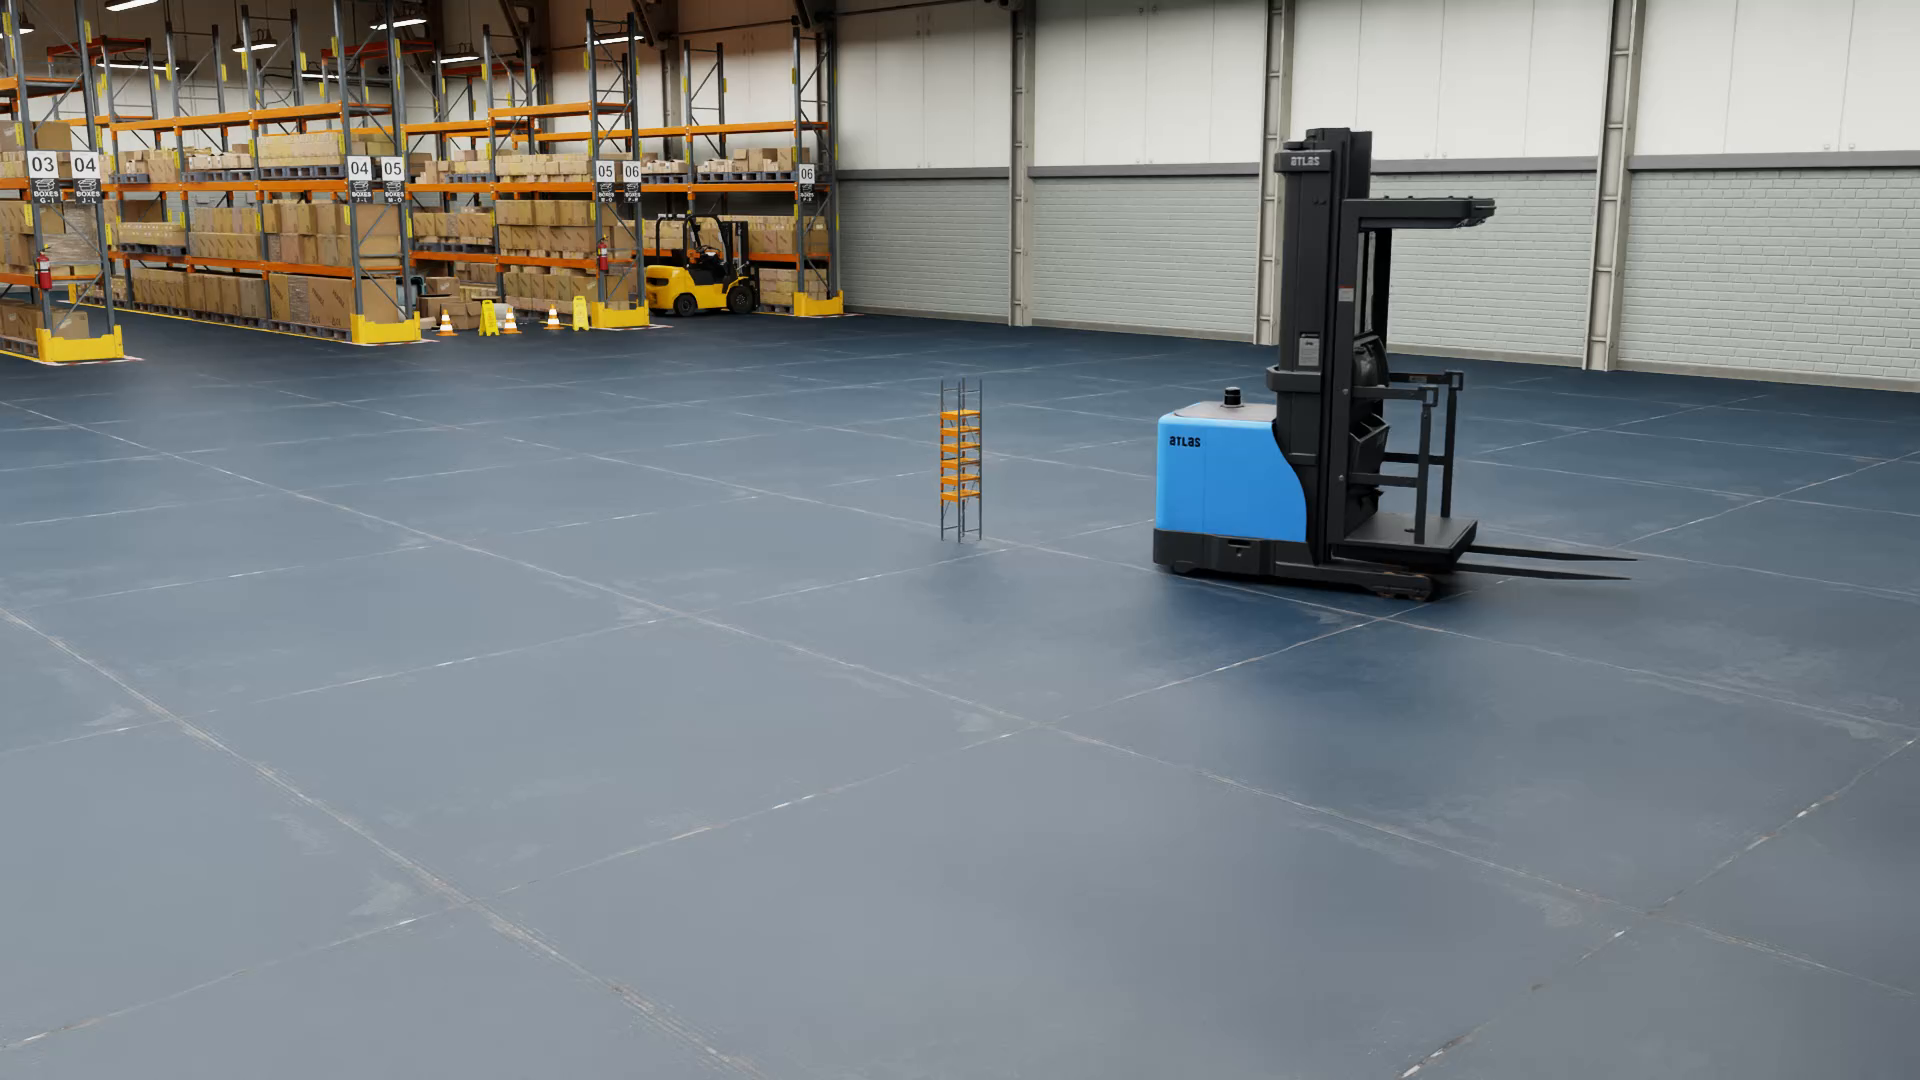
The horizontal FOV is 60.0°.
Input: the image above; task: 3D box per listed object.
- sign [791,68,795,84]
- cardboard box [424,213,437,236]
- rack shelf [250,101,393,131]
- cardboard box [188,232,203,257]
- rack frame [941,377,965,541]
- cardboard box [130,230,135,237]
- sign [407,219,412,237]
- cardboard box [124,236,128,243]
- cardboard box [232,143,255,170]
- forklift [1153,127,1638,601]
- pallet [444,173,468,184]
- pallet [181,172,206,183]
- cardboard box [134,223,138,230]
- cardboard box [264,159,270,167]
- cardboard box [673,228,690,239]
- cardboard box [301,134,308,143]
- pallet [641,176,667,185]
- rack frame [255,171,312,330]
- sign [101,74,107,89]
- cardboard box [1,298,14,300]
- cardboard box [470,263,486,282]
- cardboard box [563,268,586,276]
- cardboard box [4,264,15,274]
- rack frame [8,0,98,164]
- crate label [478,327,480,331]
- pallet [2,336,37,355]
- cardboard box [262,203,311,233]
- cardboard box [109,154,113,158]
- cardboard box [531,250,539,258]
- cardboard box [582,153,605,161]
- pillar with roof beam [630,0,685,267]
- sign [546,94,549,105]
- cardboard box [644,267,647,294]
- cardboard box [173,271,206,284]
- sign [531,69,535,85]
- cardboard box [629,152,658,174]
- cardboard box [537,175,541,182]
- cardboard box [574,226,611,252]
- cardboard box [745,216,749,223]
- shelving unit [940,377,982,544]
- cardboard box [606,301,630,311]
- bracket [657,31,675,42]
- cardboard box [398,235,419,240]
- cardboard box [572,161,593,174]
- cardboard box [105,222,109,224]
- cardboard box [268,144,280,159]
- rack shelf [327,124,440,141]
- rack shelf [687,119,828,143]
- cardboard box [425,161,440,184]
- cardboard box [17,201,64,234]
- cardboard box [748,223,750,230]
[{"bbox_3d":[-3.504,-9.763,34.987,0.100,0.325,0.005,-11,16,-43],"label":"sign"},{"bbox_3d":[-11.705,-7.105,37.437,0.500,0.500,0.500,-10,15,-40],"label":"cardboard box"},{"bbox_3d":[-11.580,-7.687,30.196,1.077,0.370,4.000,-11,16,-43],"label":"rack shelf"},{"bbox_3d":[-15.609,-6.119,34.428,0.500,0.500,0.500,-11,16,-42],"label":"cardboard box"},{"bbox_3d":[-0.053,-0.599,12.345,0.240,1.200,0.006,-11,16,-43],"label":"rack frame"},{"bbox_3d":[-18.008,-6.750,36.587,0.250,0.149,0.380,11,16,43],"label":"cardboard box"},{"bbox_3d":[-9.794,-5.544,29.548,0.100,0.325,0.005,-11,16,-43],"label":"sign"},{"bbox_3d":[-18.351,-6.678,36.973,0.380,0.149,0.250,-11,16,-42],"label":"cardboard box"},{"bbox_3d":[-14.321,-7.731,33.532,0.500,0.500,0.500,-11,16,-43],"label":"cardboard box"},{"bbox_3d":[2.872,-1.172,10.835,3.031,2.935,1.130,5,13,25],"label":"forklift"},{"bbox_3d":[-10.519,-7.927,36.484,1.213,0.211,1.003,-11,16,-43],"label":"pallet"},{"bbox_3d":[-15.241,-7.463,34.235,1.213,0.211,1.003,-10,15,-40],"label":"pallet"},{"bbox_3d":[-17.827,-6.857,36.369,0.380,0.149,0.250,-11,16,-43],"label":"cardboard box"},{"bbox_3d":[-12.776,-7.052,31.106,0.380,0.149,0.250,-11,16,-42],"label":"cardboard box"},{"bbox_3d":[-6.388,-7.193,39.025,0.500,0.250,0.500,-11,16,-44],"label":"cardboard box"},{"bbox_3d":[-11.555,-7.184,29.772,0.380,0.149,0.250,-11,16,-43],"label":"cardboard box"},{"bbox_3d":[-7.318,-8.697,40.225,1.003,0.211,1.213,-10,15,-40],"label":"pallet"},{"bbox_3d":[-12.962,-5.589,32.106,1.000,3.000,0.127,-11,16,-43],"label":"rack frame"},{"bbox_3d":[-18.891,-10.118,36.711,0.100,0.325,0.005,-11,16,-43],"label":"sign"},{"bbox_3d":[-17.343,-4.069,29.830,0.700,0.500,0.500,-11,16,-43],"label":"cardboard box"},{"bbox_3d":[-13.235,-7.486,46.466,0.700,0.500,0.500,-10,15,-40],"label":"cardboard box"},{"bbox_3d":[-7.733,-5.379,33.391,0.380,0.149,0.250,-10,15,-41],"label":"cardboard box"},{"bbox_3d":[-15.314,-4.423,27.068,0.380,0.149,0.250,-11,16,-43],"label":"cardboard box"},{"bbox_3d":[-13.856,-7.267,25.384,1.000,3.000,0.127,-11,16,-43],"label":"rack frame"},{"bbox_3d":[-9.075,-4.092,31.936,0.298,0.136,0.250,3,12,16],"label":"crate label"},{"bbox_3d":[-15.283,-3.276,27.787,1.003,0.211,1.213,-11,16,-43],"label":"pallet"},{"bbox_3d":[-12.732,-6.133,31.697,0.875,0.550,0.550,-11,16,-43],"label":"cardboard box"},{"bbox_3d":[-18.900,-8.600,37.431,0.250,0.149,0.380,11,16,43],"label":"cardboard box"},{"bbox_3d":[-8.589,-5.892,34.198,0.380,0.149,0.250,-11,16,-42],"label":"cardboard box"},{"bbox_3d":[-7.136,-7.455,32.374,0.380,0.149,0.250,-11,16,-42],"label":"cardboard box"},{"bbox_3d":[-10.188,-9.843,37.888,9.100,9.000,0.548,-11,16,-43],"label":"pillar with roof beam"},{"bbox_3d":[-10.991,-11.705,44.216,0.100,0.325,0.005,-11,16,-43],"label":"sign"},{"bbox_3d":[-7.283,-6.327,40.531,0.625,0.625,0.875,11,16,43],"label":"cardboard box"},{"bbox_3d":[-16.386,-5.585,35.380,0.500,0.250,0.500,11,16,44],"label":"cardboard box"},{"bbox_3d":[-9.046,-9.801,35.172,0.100,0.325,0.005,-11,16,-43],"label":"sign"},{"bbox_3d":[-7.599,-9.054,39.955,0.500,0.500,0.500,-10,16,-41],"label":"cardboard box"},{"bbox_3d":[-8.347,-7.334,33.766,0.380,0.149,0.250,-11,16,-42],"label":"cardboard box"},{"bbox_3d":[-7.263,-5.945,32.850,0.500,0.500,0.500,-11,16,-44],"label":"cardboard box"},{"bbox_3d":[-4.565,-7.160,37.140,0.380,0.149,0.250,-11,16,-42],"label":"cardboard box"},{"bbox_3d":[0.010,-0.586,12.280,0.258,1.200,0.189,-11,16,-43],"label":"shelving unit"},{"bbox_3d":[-7.046,-4.725,33.685,0.500,0.250,0.500,-11,16,-43],"label":"cardboard box"},{"bbox_3d":[-7.044,-12.096,39.902,0.235,0.232,0.430,-11,16,-43],"label":"bracket"},{"bbox_3d":[-12.732,-7.084,38.495,0.500,0.250,0.500,-11,16,-43],"label":"cardboard box"},{"bbox_3d":[-7.237,-7.288,32.554,0.500,0.250,0.500,-11,16,-43],"label":"cardboard box"},{"bbox_3d":[-19.382,-7.058,38.253,0.500,0.500,0.500,11,16,44],"label":"cardboard box"},{"bbox_3d":[-12.477,-7.201,30.843,0.500,0.250,0.500,-11,16,-43],"label":"cardboard box"},{"bbox_3d":[-13.595,-9.559,39.283,1.077,0.370,4.000,-11,16,-43],"label":"rack shelf"},{"bbox_3d":[-4.483,-9.084,36.976,1.077,0.370,4.000,-11,16,-43],"label":"rack shelf"},{"bbox_3d":[-11.566,-8.256,37.368,0.700,0.500,0.500,-11,16,-43],"label":"cardboard box"},{"bbox_3d":[-14.415,-5.059,26.070,0.500,0.500,0.500,-11,16,-43],"label":"cardboard box"},{"bbox_3d":[-4.554,-7.013,37.162,0.380,0.149,0.250,-11,16,-43],"label":"cardboard box"}]
